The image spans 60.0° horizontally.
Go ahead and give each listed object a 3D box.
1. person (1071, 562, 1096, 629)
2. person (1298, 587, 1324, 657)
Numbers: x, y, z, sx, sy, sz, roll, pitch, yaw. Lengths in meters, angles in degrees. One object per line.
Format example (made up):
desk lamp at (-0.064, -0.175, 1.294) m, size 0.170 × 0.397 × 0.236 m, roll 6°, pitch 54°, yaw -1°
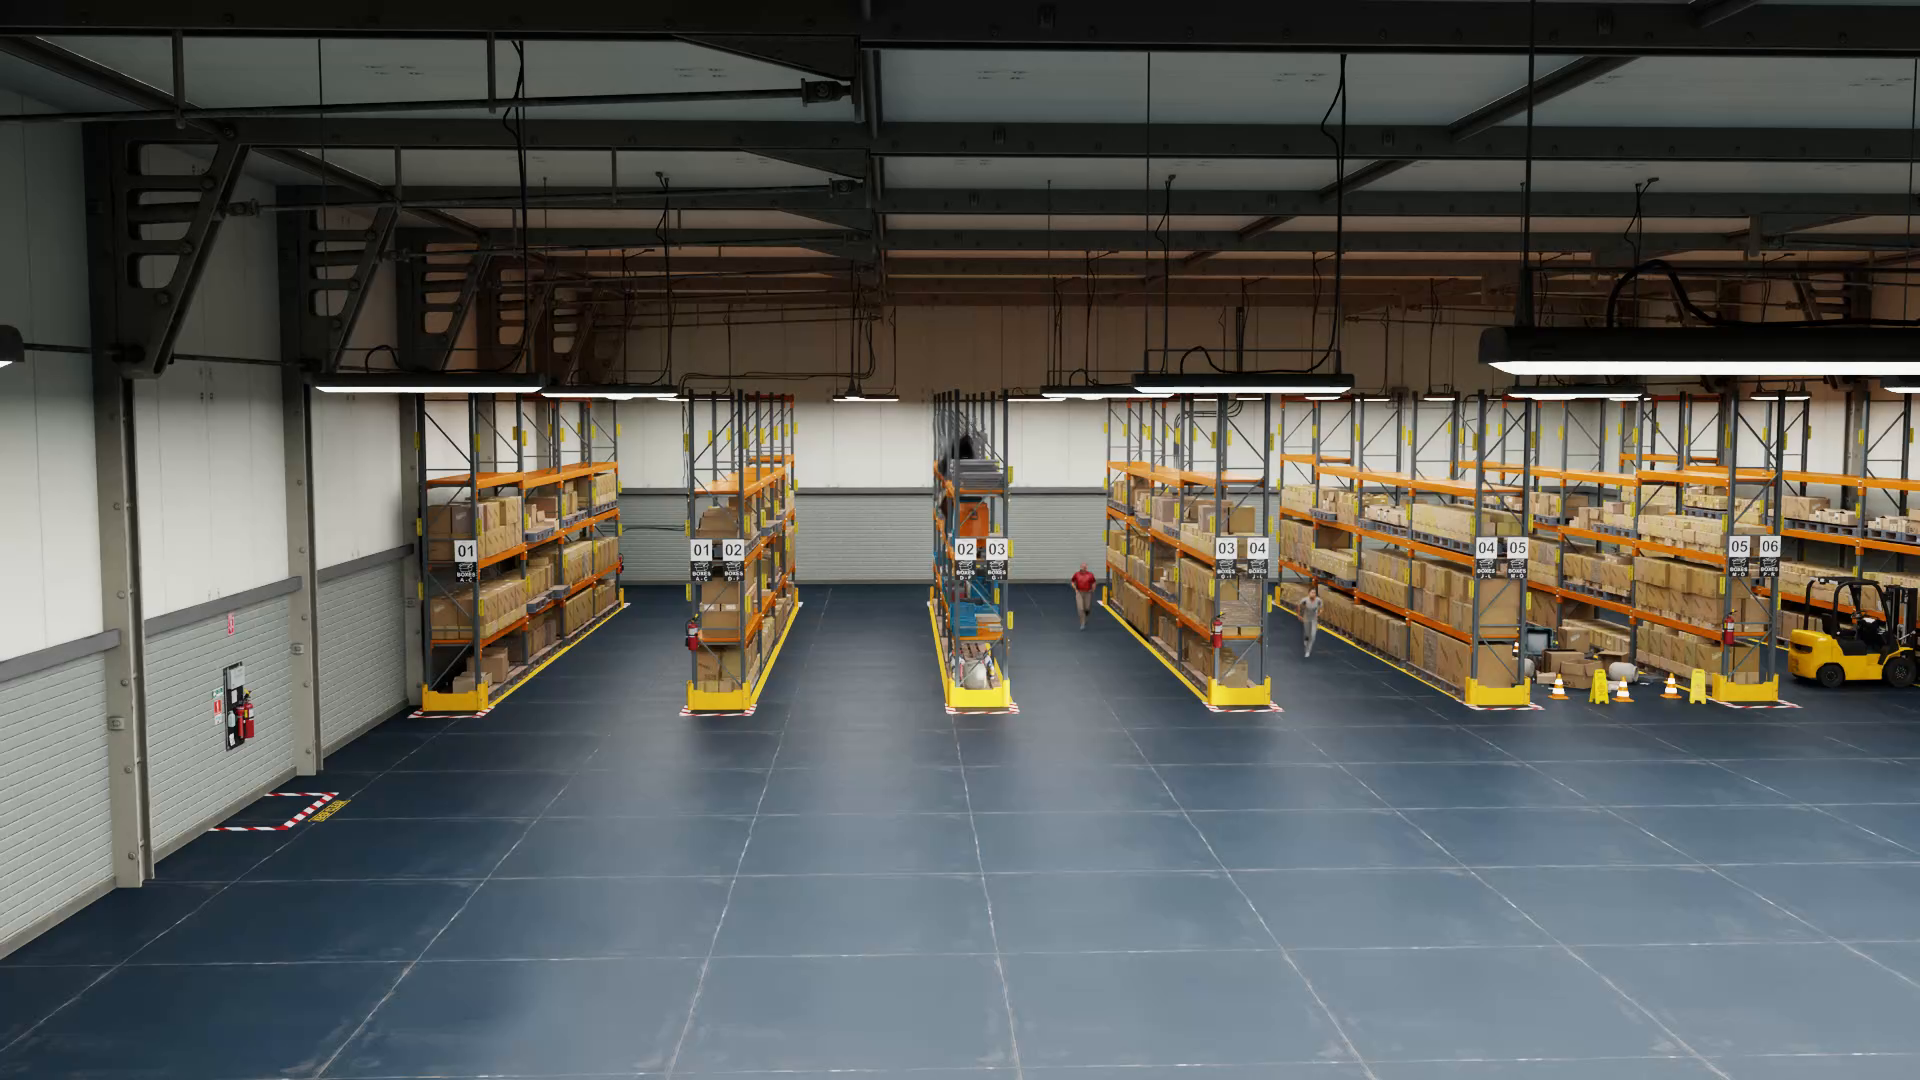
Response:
person at (3.170, 1.414, 42.700) m, size 0.664 × 1.691 × 0.625 m, roll 0°, pitch 5°, yaw 3°
person at (7.984, 1.855, 37.927) m, size 0.556 × 1.603 × 0.712 m, roll 0°, pitch 5°, yaw -1°
